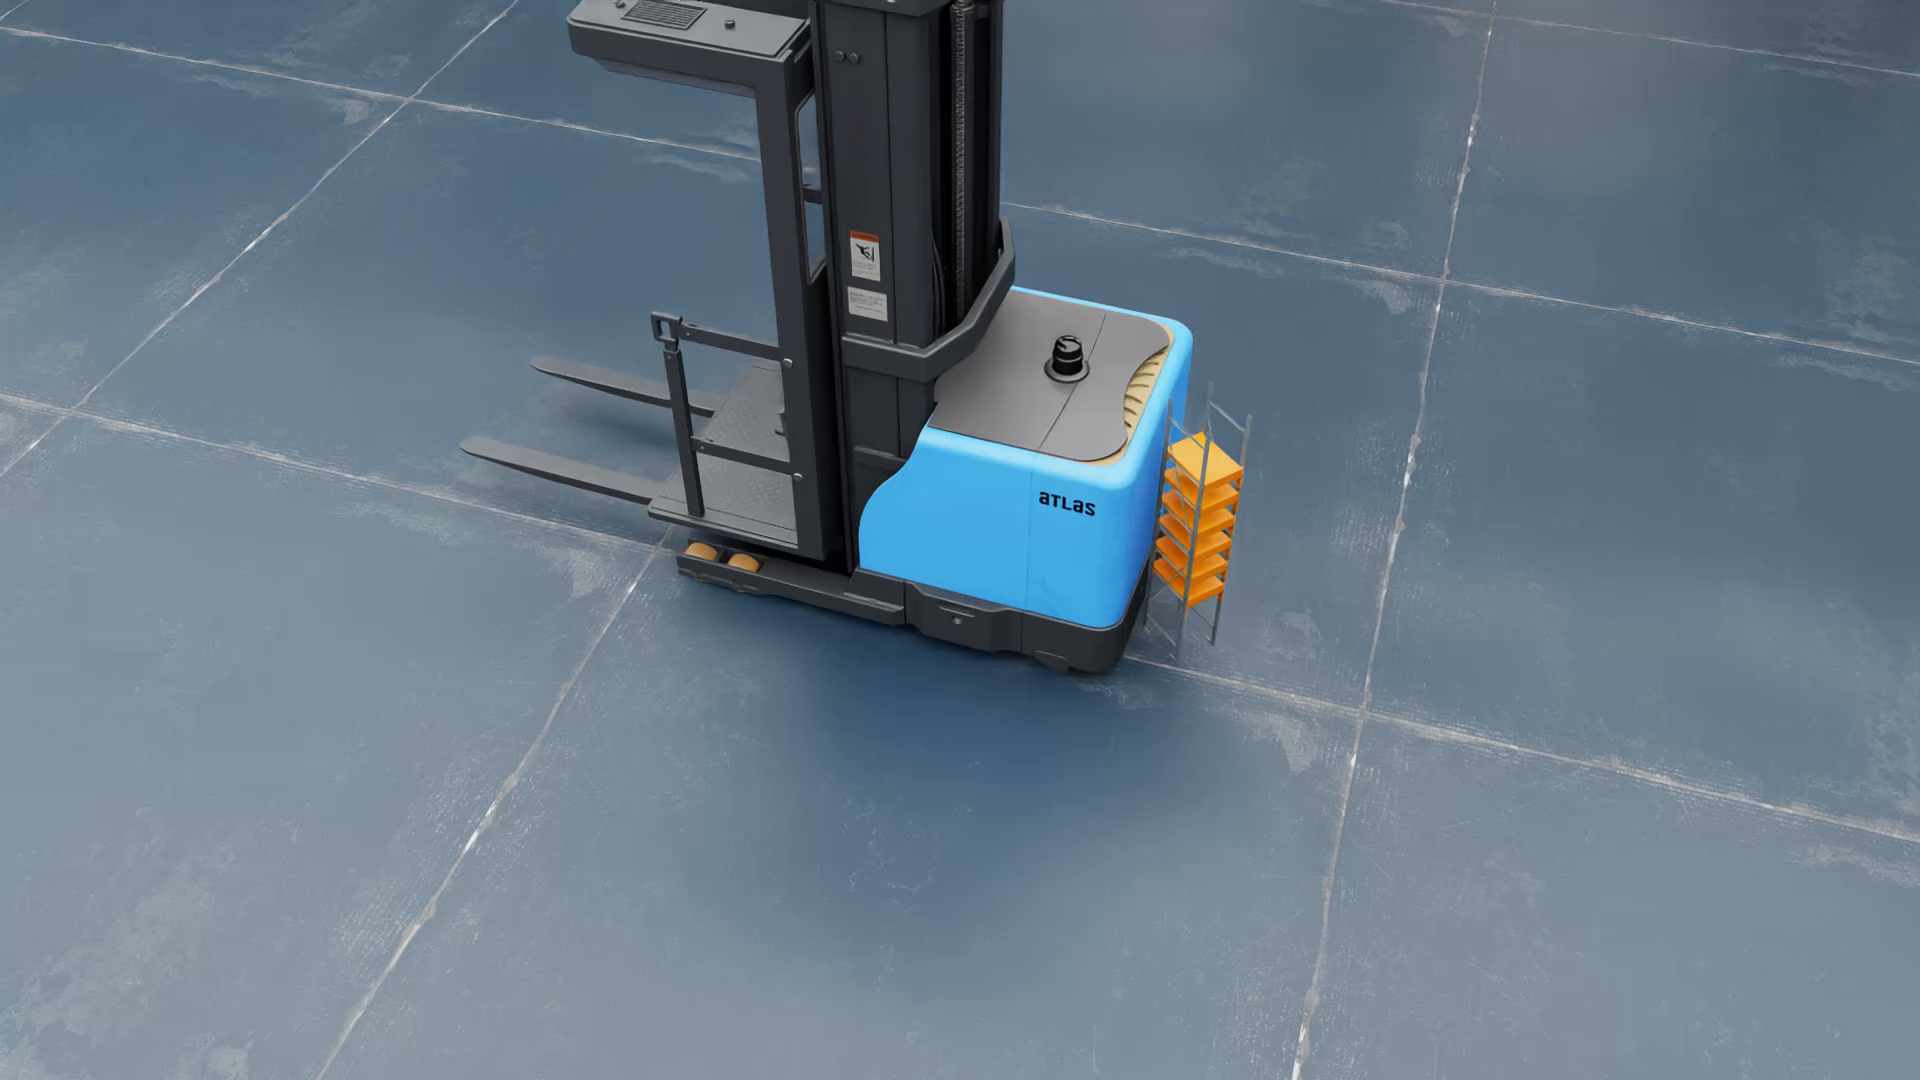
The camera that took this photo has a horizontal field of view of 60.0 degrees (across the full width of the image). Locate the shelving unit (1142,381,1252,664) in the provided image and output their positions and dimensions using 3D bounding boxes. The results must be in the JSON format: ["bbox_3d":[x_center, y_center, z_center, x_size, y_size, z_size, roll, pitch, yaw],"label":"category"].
[{"bbox_3d":[0.888,-0.041,6.332,0.189,1.200,0.258,-23,49,-22],"label":"shelving unit"}]

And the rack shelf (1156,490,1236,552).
[{"bbox_3d":[0.888,-0.095,6.280,0.180,0.103,0.258,-23,49,-22],"label":"rack shelf"}]

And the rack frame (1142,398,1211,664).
[{"bbox_3d":[0.810,-0.008,6.298,0.006,1.200,0.240,-23,49,-22],"label":"rack frame"}]

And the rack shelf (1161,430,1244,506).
[{"bbox_3d":[0.889,-0.267,6.112,0.180,0.103,0.258,-23,49,-22],"label":"rack shelf"}]

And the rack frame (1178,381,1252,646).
[{"bbox_3d":[0.966,-0.075,6.367,0.006,1.200,0.240,-23,49,-22],"label":"rack frame"}]

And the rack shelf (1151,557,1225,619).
[{"bbox_3d":[0.887,0.163,6.531,0.180,0.103,0.258,-23,49,-22],"label":"rack shelf"}]

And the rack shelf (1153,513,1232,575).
[{"bbox_3d":[0.888,-0.009,6.363,0.180,0.103,0.258,-23,49,-22],"label":"rack shelf"}]

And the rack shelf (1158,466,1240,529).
[{"bbox_3d":[0.889,-0.181,6.196,0.180,0.103,0.258,-23,49,-22],"label":"rack shelf"}]

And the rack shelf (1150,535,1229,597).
[{"bbox_3d":[0.887,0.077,6.447,0.180,0.103,0.258,-23,49,-22],"label":"rack shelf"}]

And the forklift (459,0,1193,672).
[{"bbox_3d":[-0.651,-1.160,6.238,3.031,2.935,1.130,14,46,14],"label":"forklift"}]
